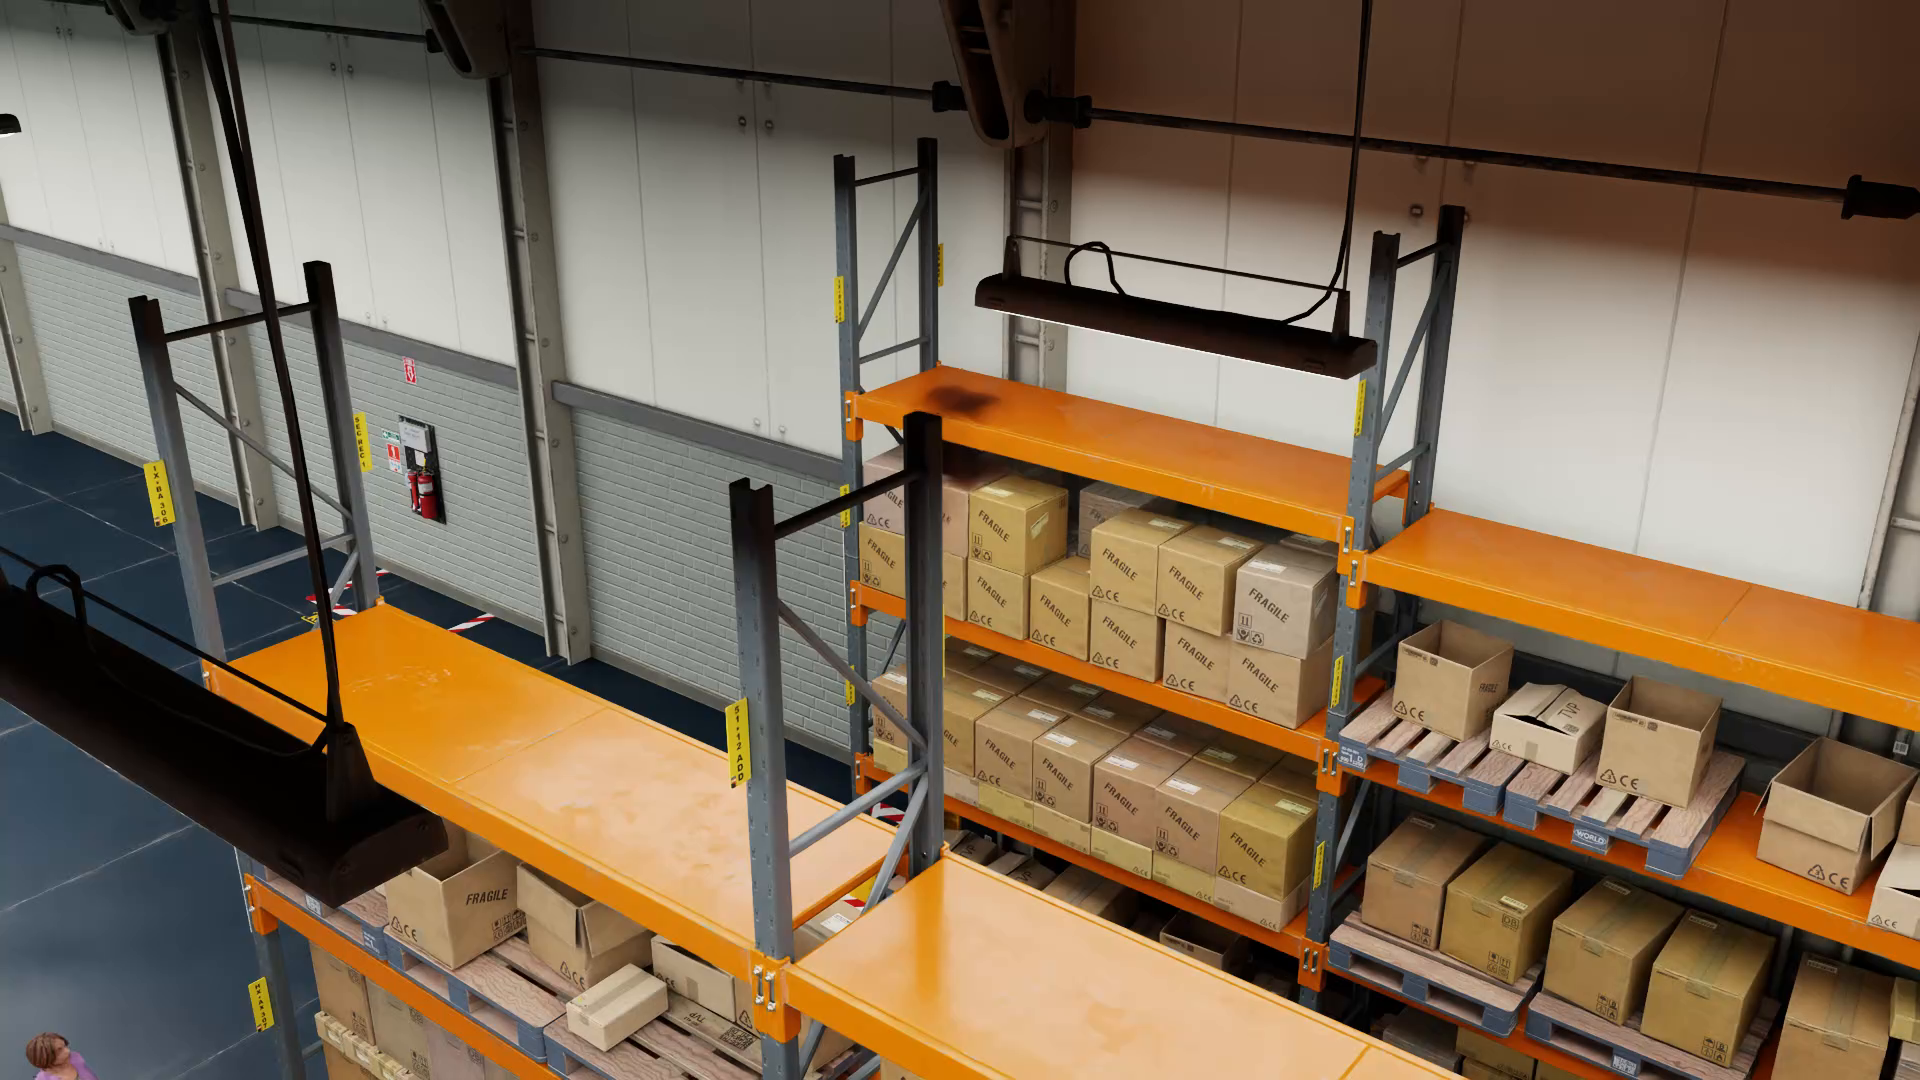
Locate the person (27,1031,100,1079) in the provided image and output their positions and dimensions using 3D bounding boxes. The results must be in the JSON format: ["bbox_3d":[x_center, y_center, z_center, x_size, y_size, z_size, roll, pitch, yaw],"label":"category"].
[{"bbox_3d":[-5.234,3.605,9.978,0.392,1.606,0.437,15,27,31],"label":"person"}]
